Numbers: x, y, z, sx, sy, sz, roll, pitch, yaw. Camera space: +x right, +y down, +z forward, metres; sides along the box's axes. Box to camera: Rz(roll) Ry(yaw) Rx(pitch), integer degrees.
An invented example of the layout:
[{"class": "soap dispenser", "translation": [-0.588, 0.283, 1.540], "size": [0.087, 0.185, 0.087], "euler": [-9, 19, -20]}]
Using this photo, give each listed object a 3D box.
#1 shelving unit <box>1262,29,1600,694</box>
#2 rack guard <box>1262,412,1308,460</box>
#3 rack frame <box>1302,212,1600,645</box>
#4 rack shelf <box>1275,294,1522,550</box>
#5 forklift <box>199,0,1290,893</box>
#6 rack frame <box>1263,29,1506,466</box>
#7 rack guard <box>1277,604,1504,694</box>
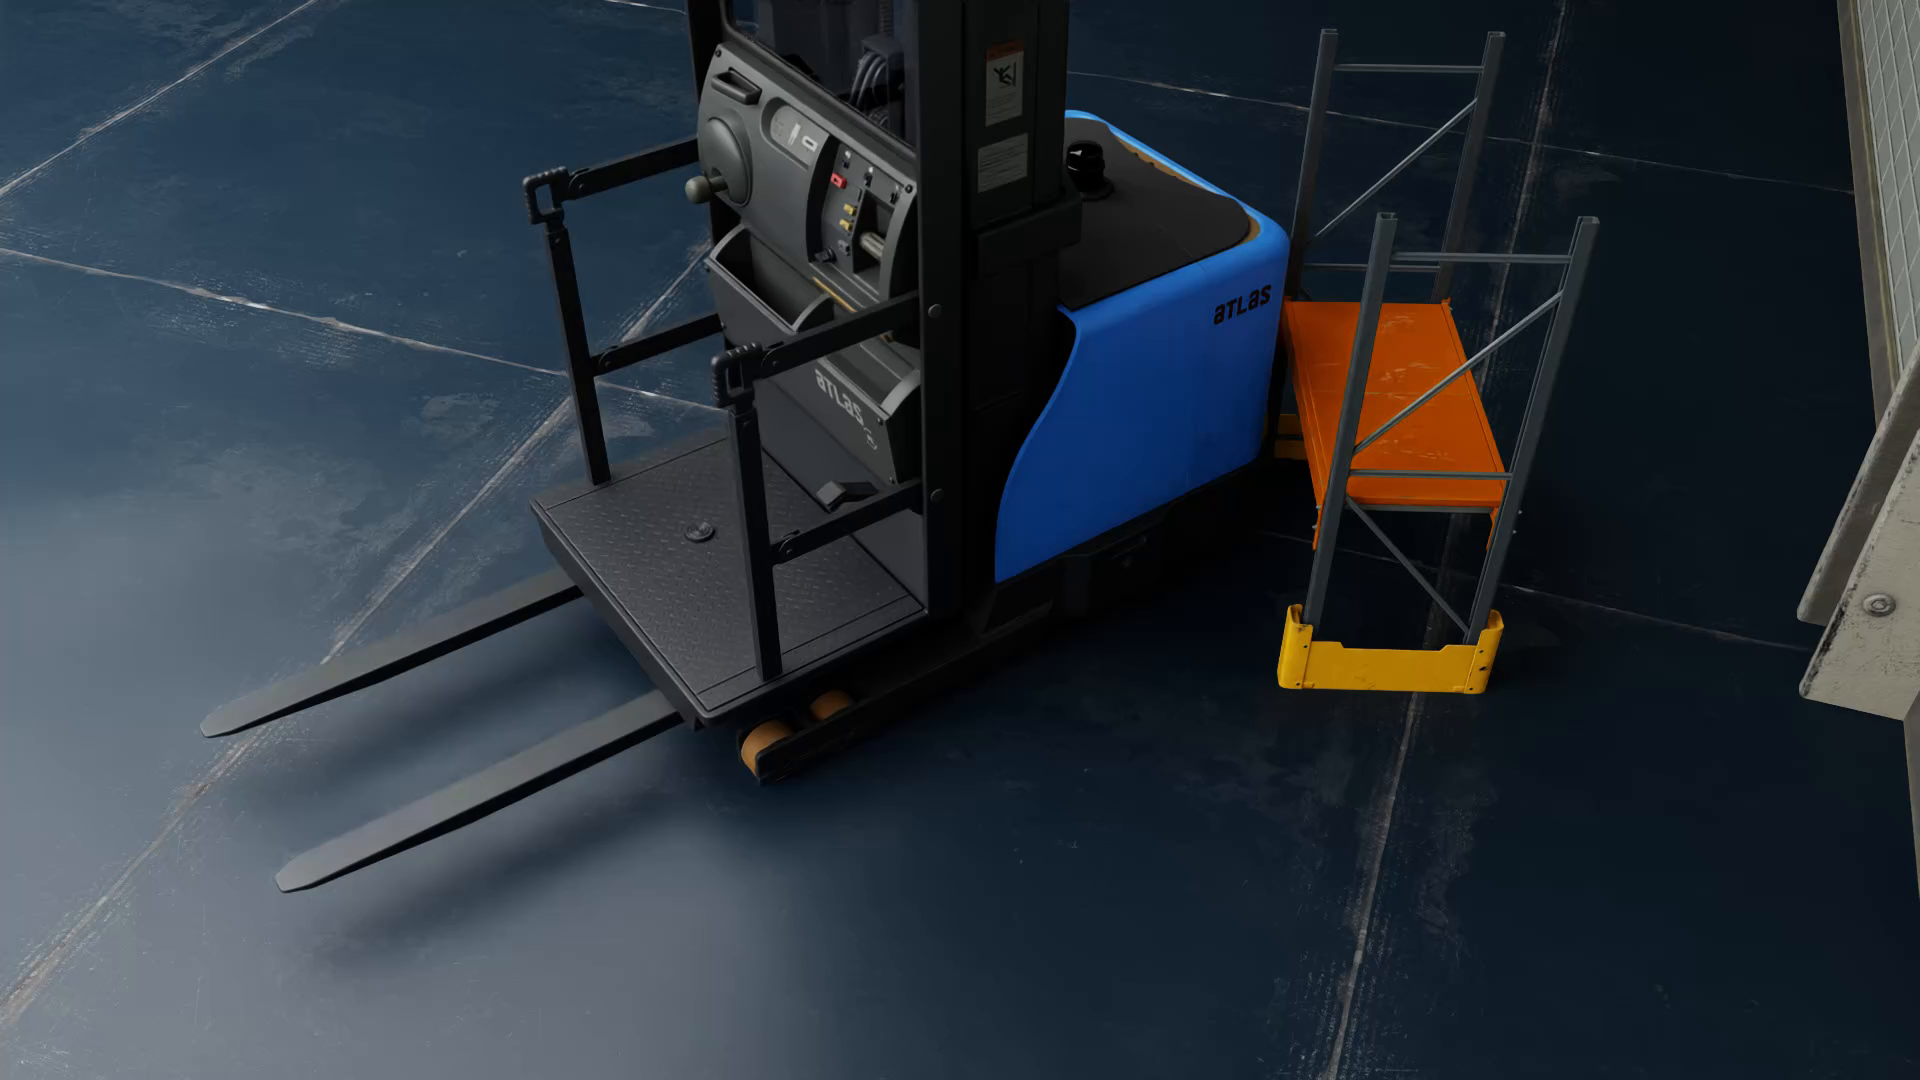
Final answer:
[{"class": "shelving unit", "translation": [1.228, -0.489, 4.668], "size": [0.587, 1.500, 1.083], "euler": [1, 40, 2]}, {"class": "rack guard", "translation": [1.247, -0.337, 5.452], "size": [0.587, 0.250, 0.087], "euler": [1, 40, 2]}, {"class": "rack frame", "translation": [1.208, -0.166, 4.289], "size": [0.500, 1.500, 0.032], "euler": [1, 40, 2]}, {"class": "rack shelf", "translation": [1.228, -0.359, 4.792], "size": [0.538, 0.185, 1.000], "euler": [1, 40, 2]}, {"class": "forklift", "translation": [-0.561, -0.857, 3.996], "size": [3.031, 2.935, 1.130], "euler": [-25, 46, -26]}, {"class": "rack frame", "translation": [1.248, -0.825, 5.061], "size": [0.500, 1.500, 0.032], "euler": [1, 40, 2]}, {"class": "rack guard", "translation": [1.208, 0.309, 4.695], "size": [0.587, 0.250, 0.087], "euler": [1, 40, 2]}]
